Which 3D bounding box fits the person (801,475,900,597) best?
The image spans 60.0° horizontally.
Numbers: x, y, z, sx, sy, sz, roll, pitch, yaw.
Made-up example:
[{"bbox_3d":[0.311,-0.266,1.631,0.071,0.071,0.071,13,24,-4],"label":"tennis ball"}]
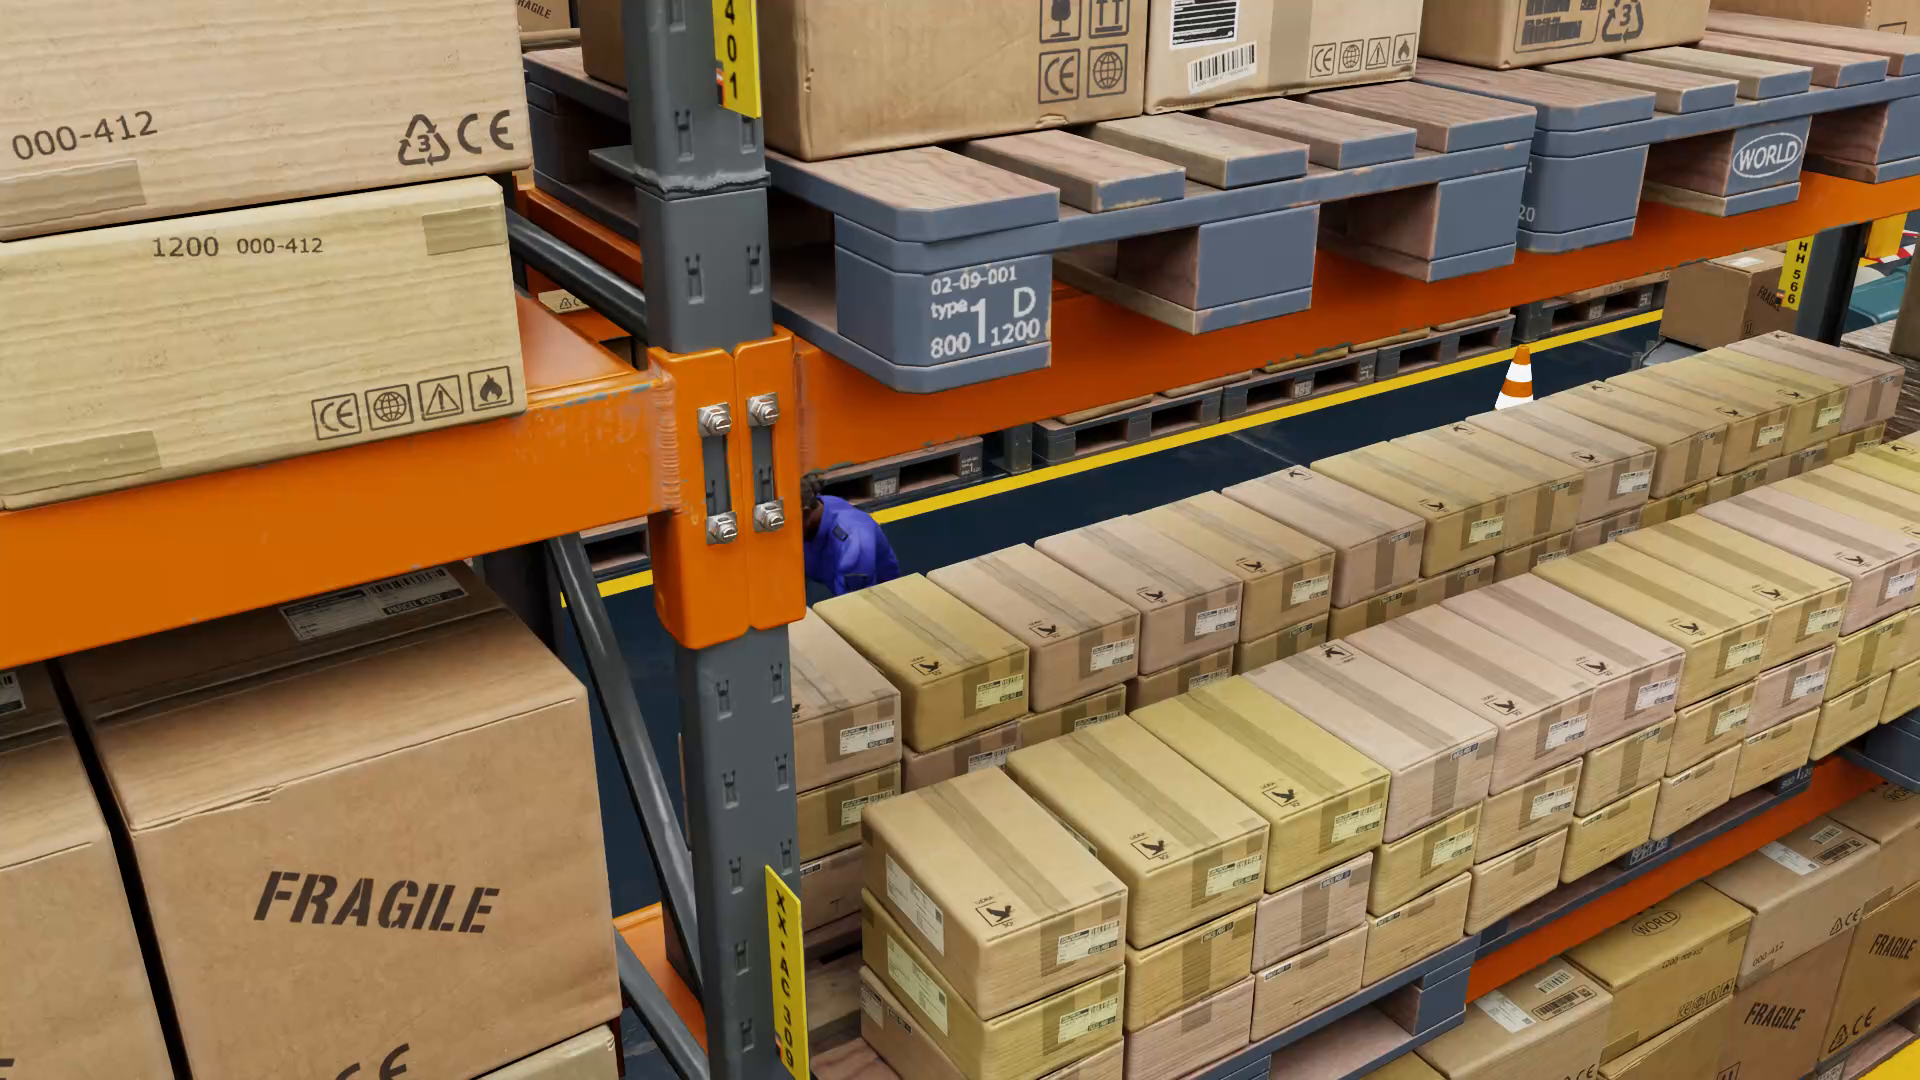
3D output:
[{"bbox_3d":[-0.384,0.366,5.669,0.616,1.389,0.495,-15,29,-29],"label":"person"}]
